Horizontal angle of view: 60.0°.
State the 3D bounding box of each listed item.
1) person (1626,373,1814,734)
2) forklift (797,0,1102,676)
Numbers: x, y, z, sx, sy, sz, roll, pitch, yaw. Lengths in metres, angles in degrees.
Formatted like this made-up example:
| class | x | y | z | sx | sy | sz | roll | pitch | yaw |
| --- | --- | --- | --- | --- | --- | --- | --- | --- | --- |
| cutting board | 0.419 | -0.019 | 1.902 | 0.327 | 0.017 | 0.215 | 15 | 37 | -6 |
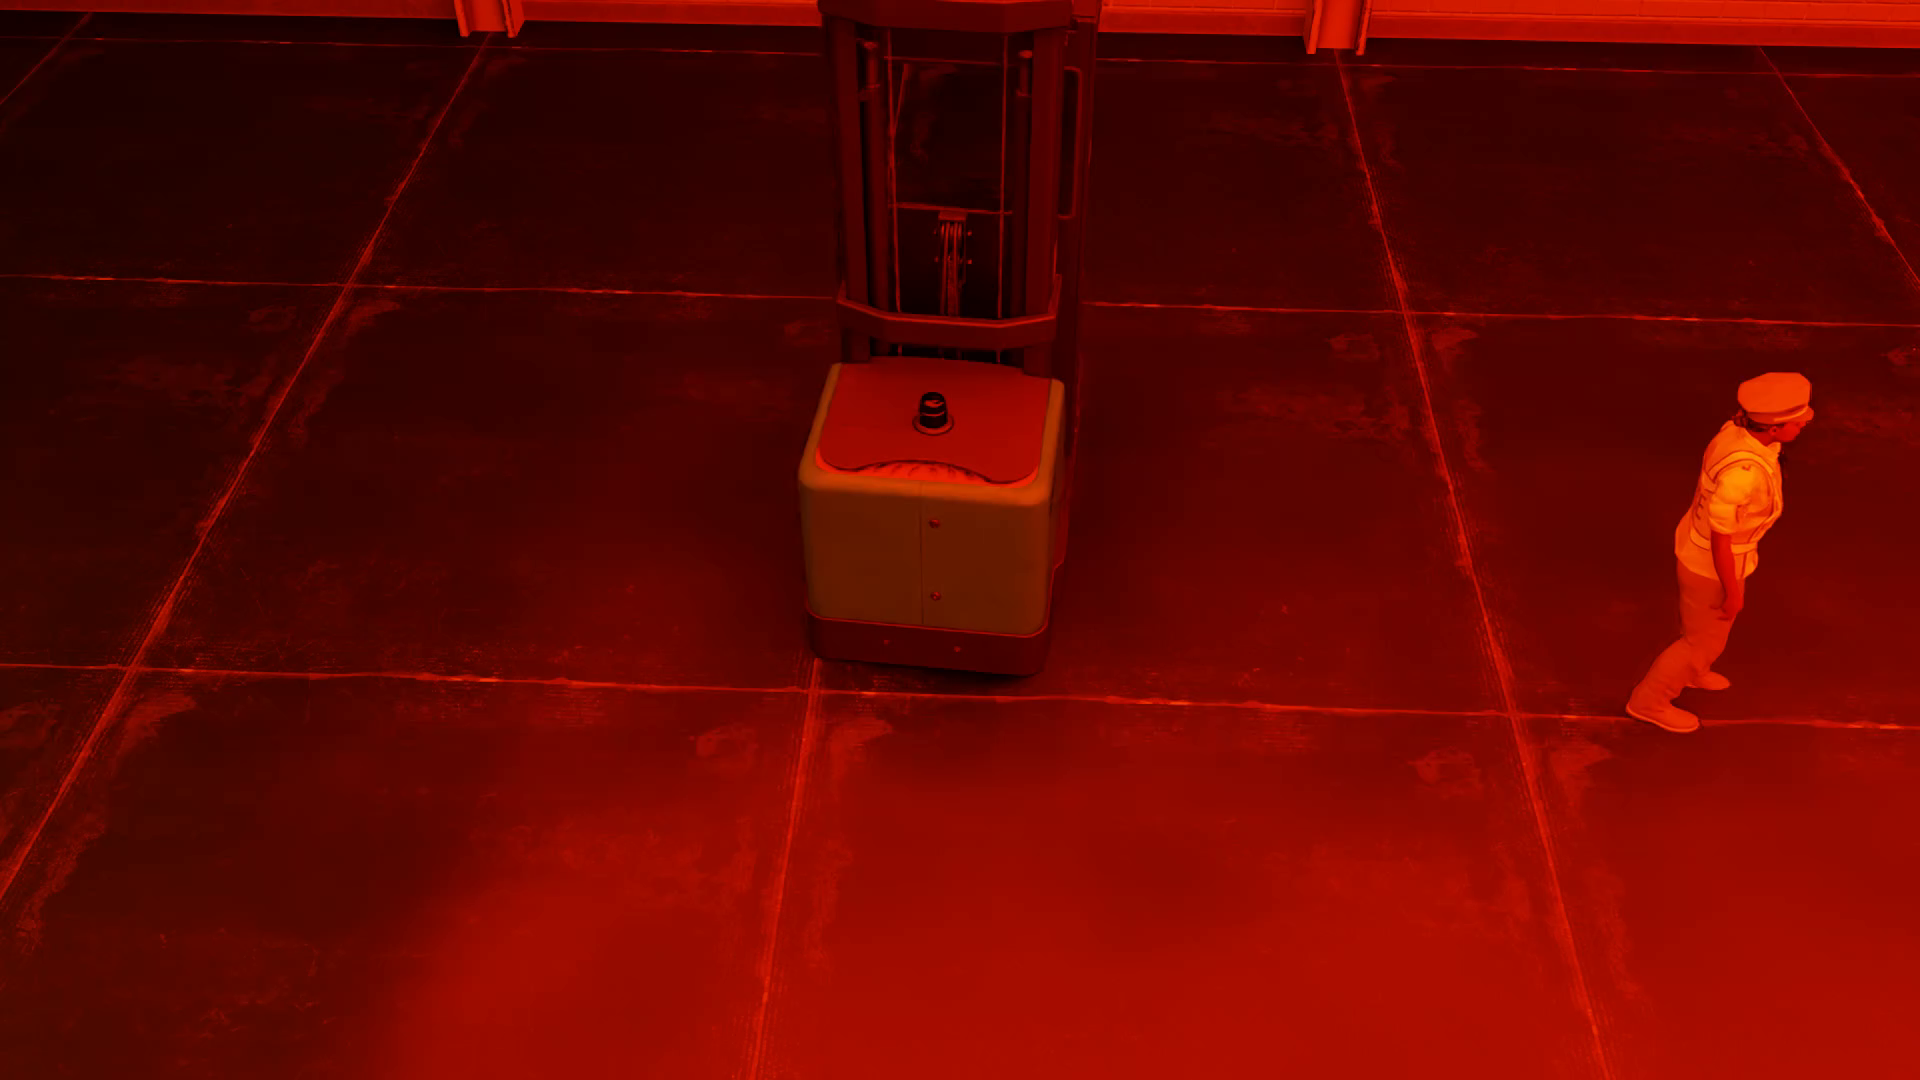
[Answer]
| class | x | y | z | sx | sy | sz | roll | pitch | yaw |
| --- | --- | --- | --- | --- | --- | --- | --- | --- | --- |
| person | 3.066 | 0.086 | 6.604 | 0.469 | 1.716 | 0.530 | 14 | 44 | 15 |
| forklift | 0.029 | -1.492 | 7.377 | 1.130 | 2.935 | 3.031 | 5 | 43 | 5 |
